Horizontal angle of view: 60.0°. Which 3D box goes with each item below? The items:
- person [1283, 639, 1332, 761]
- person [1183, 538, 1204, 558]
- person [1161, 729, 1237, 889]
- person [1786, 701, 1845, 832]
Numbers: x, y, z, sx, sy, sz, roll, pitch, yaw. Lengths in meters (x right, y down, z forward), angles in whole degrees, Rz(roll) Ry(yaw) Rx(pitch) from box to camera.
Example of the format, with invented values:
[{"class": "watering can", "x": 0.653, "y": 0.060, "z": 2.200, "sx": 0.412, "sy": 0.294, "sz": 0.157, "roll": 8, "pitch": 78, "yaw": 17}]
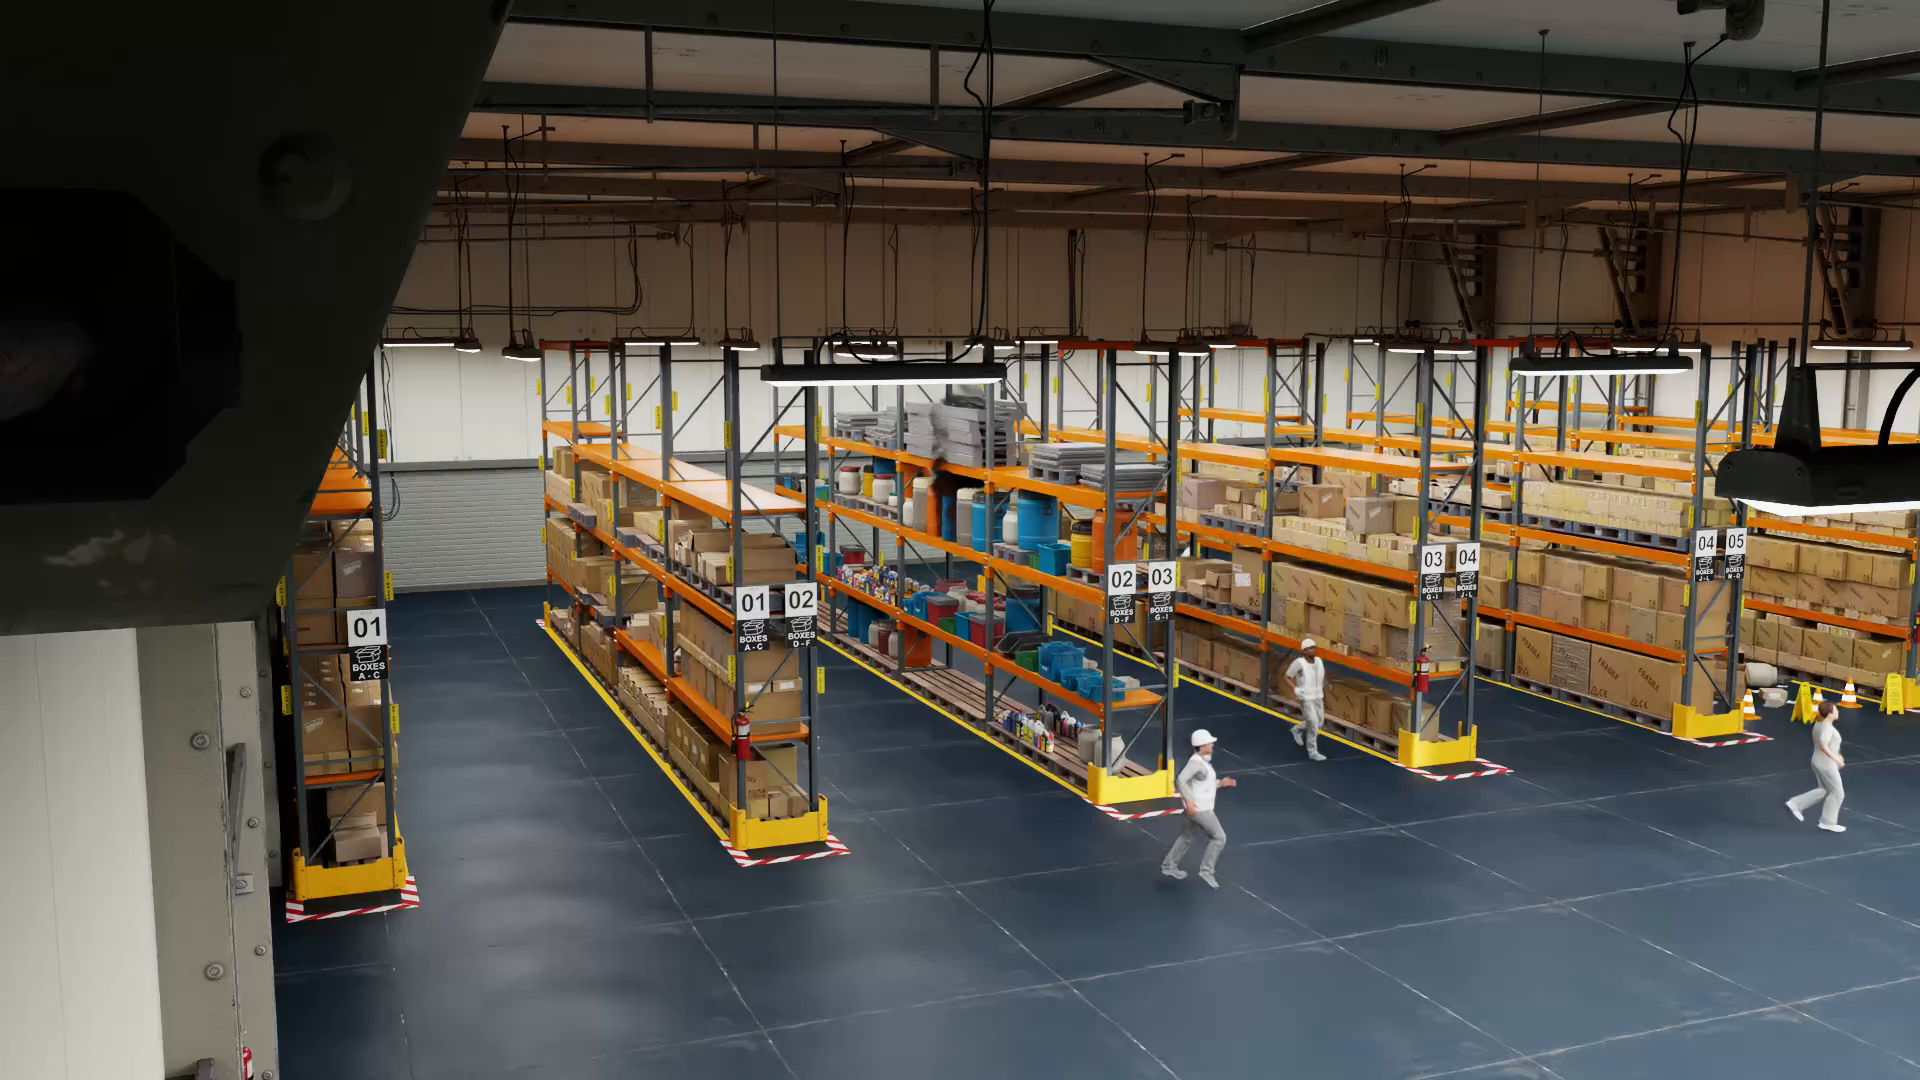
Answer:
[{"class": "person", "x": 5.086, "y": 2.311, "z": 24.324, "sx": 0.695, "sy": 1.749, "sz": 0.818, "roll": -5, "pitch": 9, "yaw": -31}, {"class": "person", "x": 5.139, "y": 0.779, "z": 36.521, "sx": 0.596, "sy": 1.727, "sz": 0.705, "roll": -4, "pitch": 8, "yaw": -26}, {"class": "person", "x": 2.696, "y": 3.032, "z": 18.734, "sx": 0.834, "sy": 1.826, "sz": 0.621, "roll": 0, "pitch": 7, "yaw": 2}, {"class": "person", "x": 10.760, "y": 2.825, "z": 20.792, "sx": 0.688, "sy": 1.651, "sz": 0.574, "roll": 1, "pitch": 8, "yaw": 11}]
